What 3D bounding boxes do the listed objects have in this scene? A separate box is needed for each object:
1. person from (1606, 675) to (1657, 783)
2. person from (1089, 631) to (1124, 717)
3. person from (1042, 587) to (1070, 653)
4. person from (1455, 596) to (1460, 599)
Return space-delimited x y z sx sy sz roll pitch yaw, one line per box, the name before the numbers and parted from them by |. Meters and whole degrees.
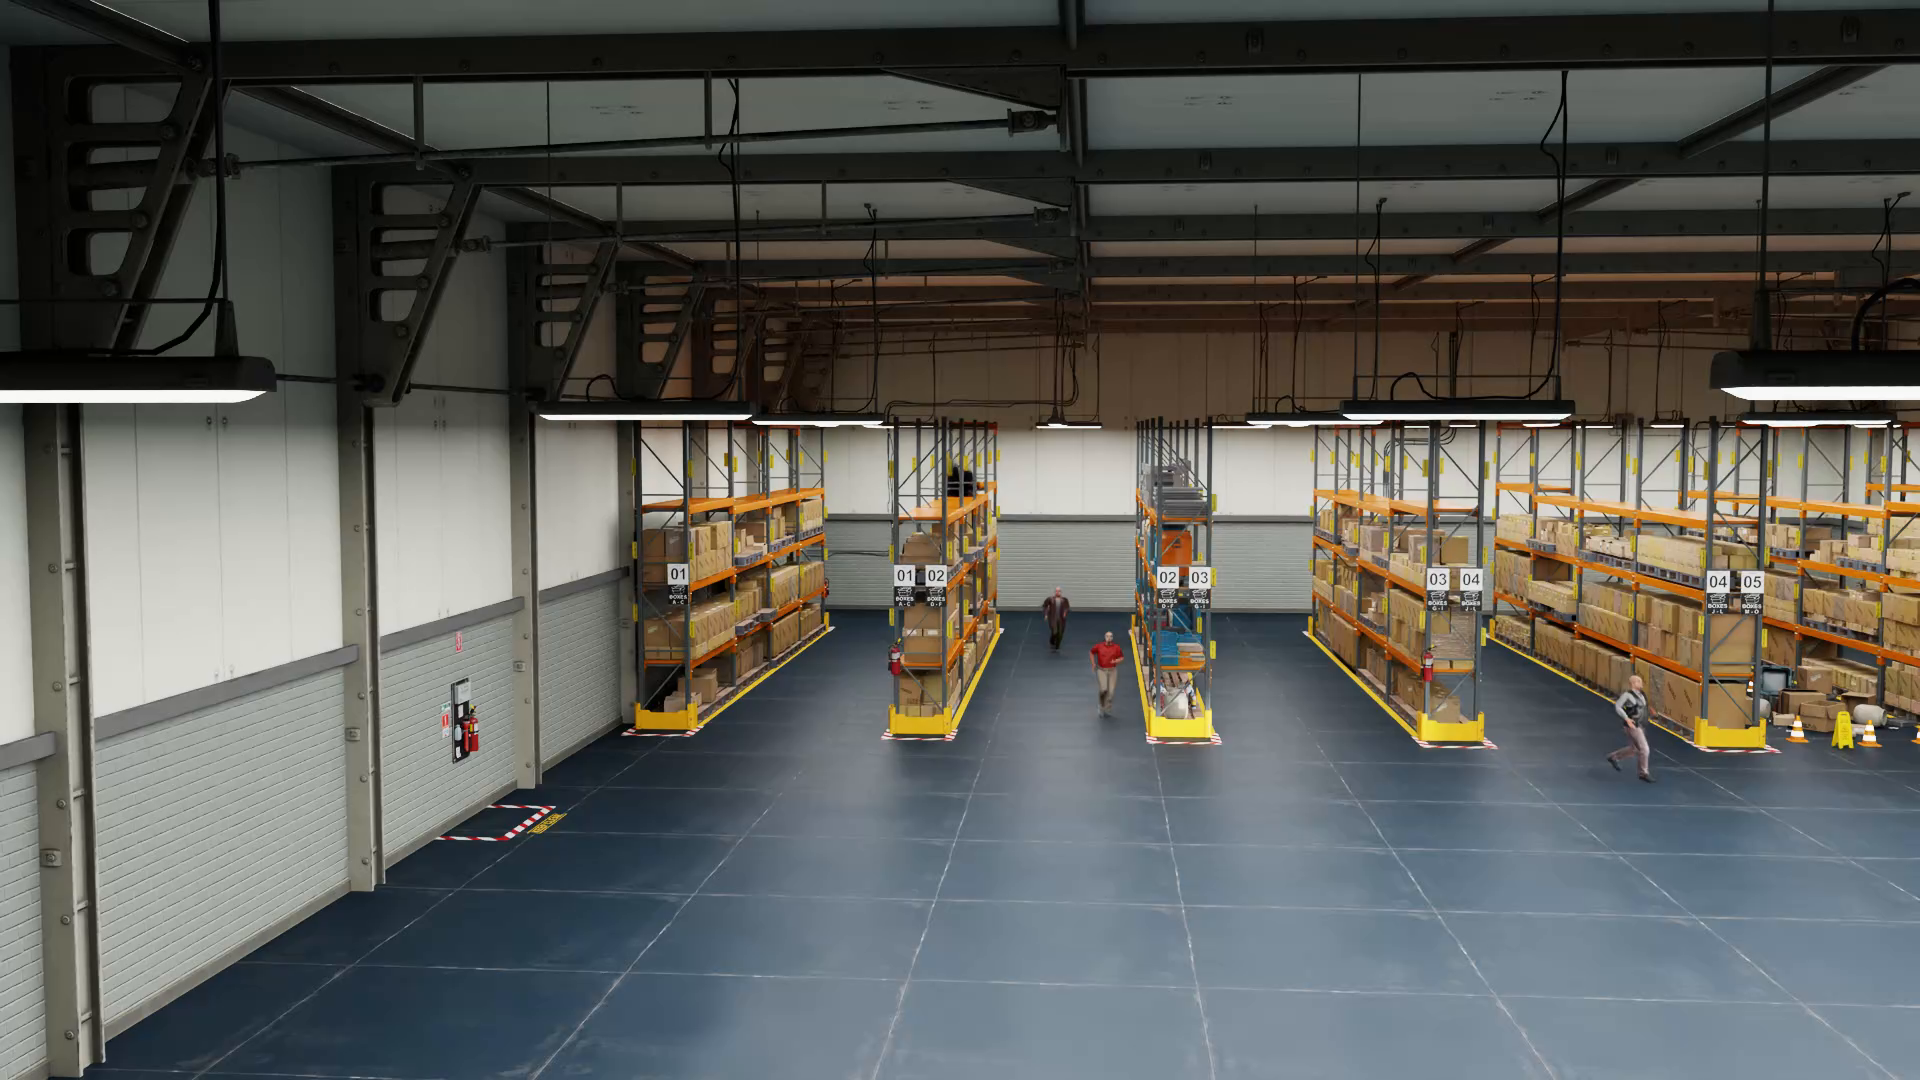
person | 11.083 3.082 27.374 0.652 1.731 0.862 -4 5 -43
person | 2.962 2.690 33.361 0.652 1.718 0.653 0 4 -5
person | 2.492 2.063 42.653 0.687 1.733 0.742 -1 4 -8
person | 13.452 2.012 44.979 0.628 1.557 0.835 1 4 13
